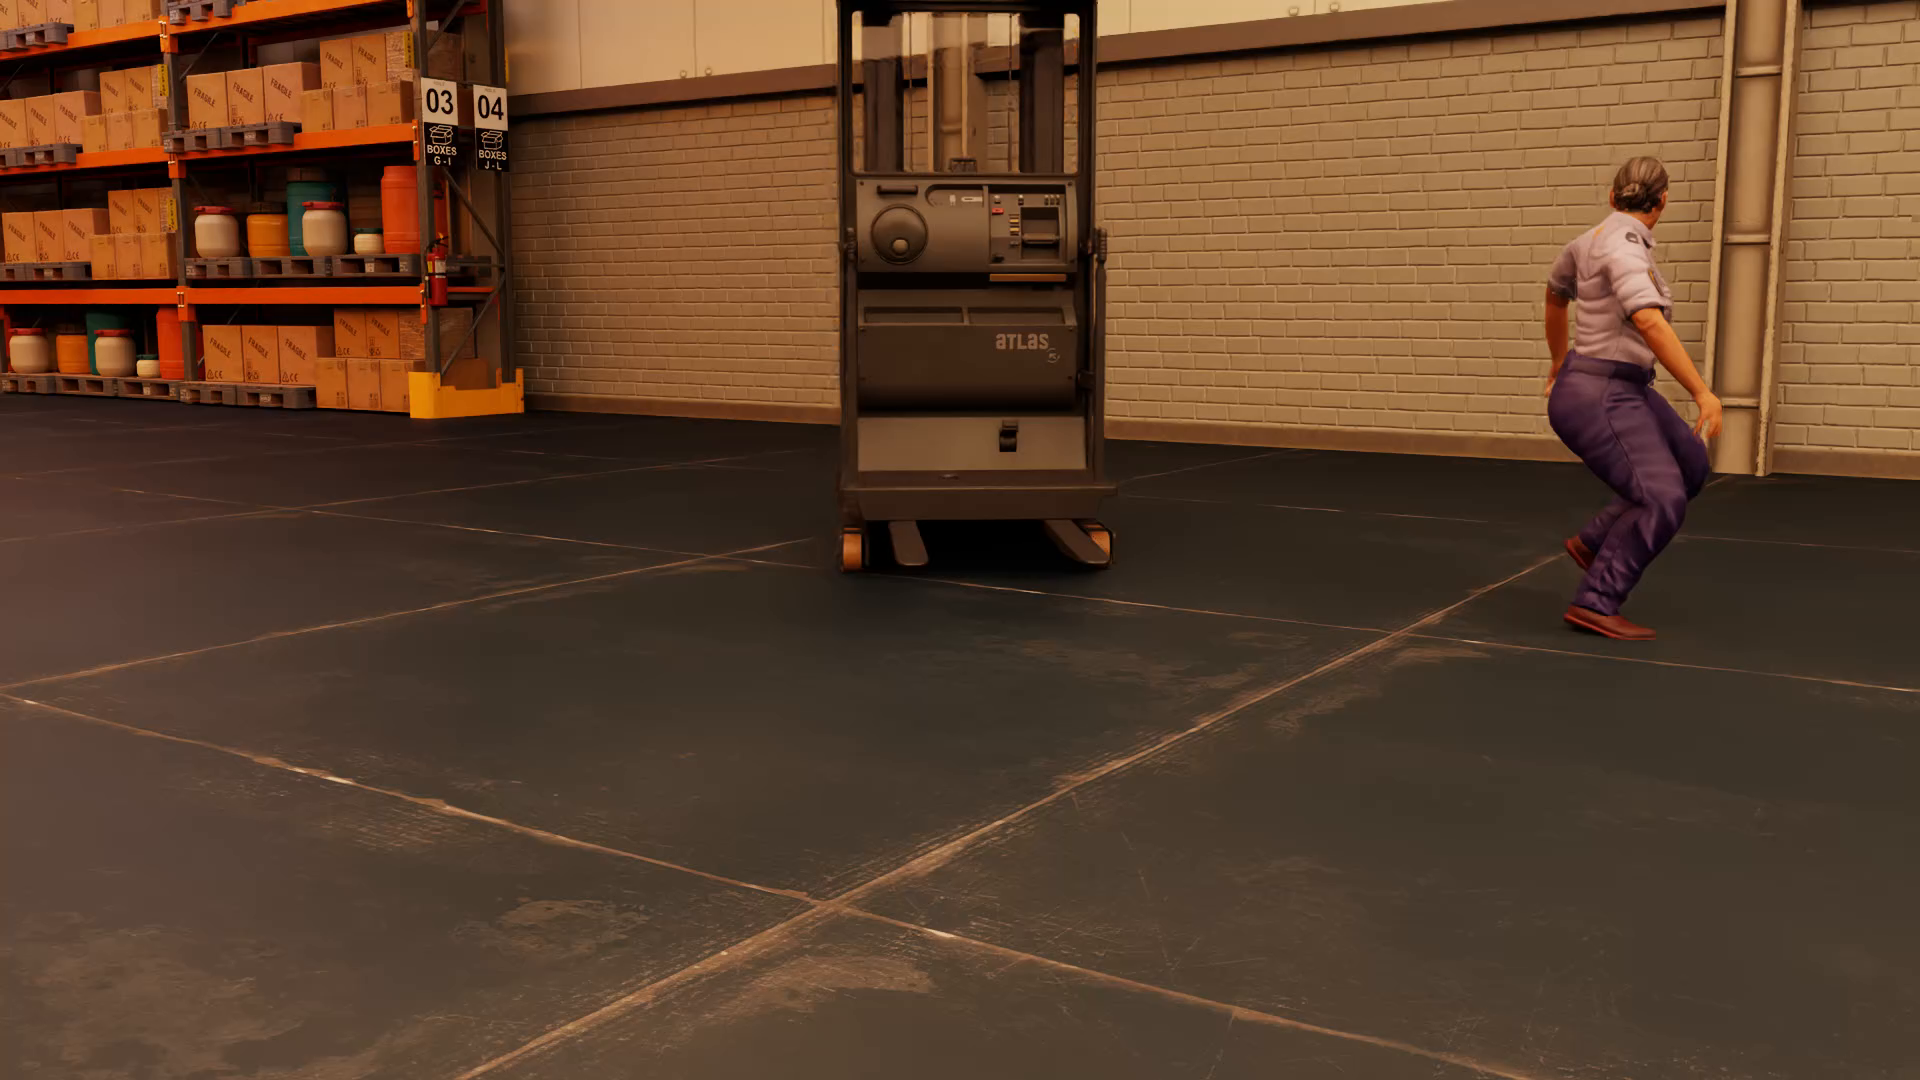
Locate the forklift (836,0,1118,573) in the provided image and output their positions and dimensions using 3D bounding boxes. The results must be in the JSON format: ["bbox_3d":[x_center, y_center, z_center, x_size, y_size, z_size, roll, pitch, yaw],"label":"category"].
[{"bbox_3d":[0.046,-1.365,6.794,1.130,2.935,3.031,-1,8,-4],"label":"forklift"}]

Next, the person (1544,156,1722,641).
[{"bbox_3d":[2.204,-0.470,5.499,0.555,1.559,0.755,3,9,21],"label":"person"}]
